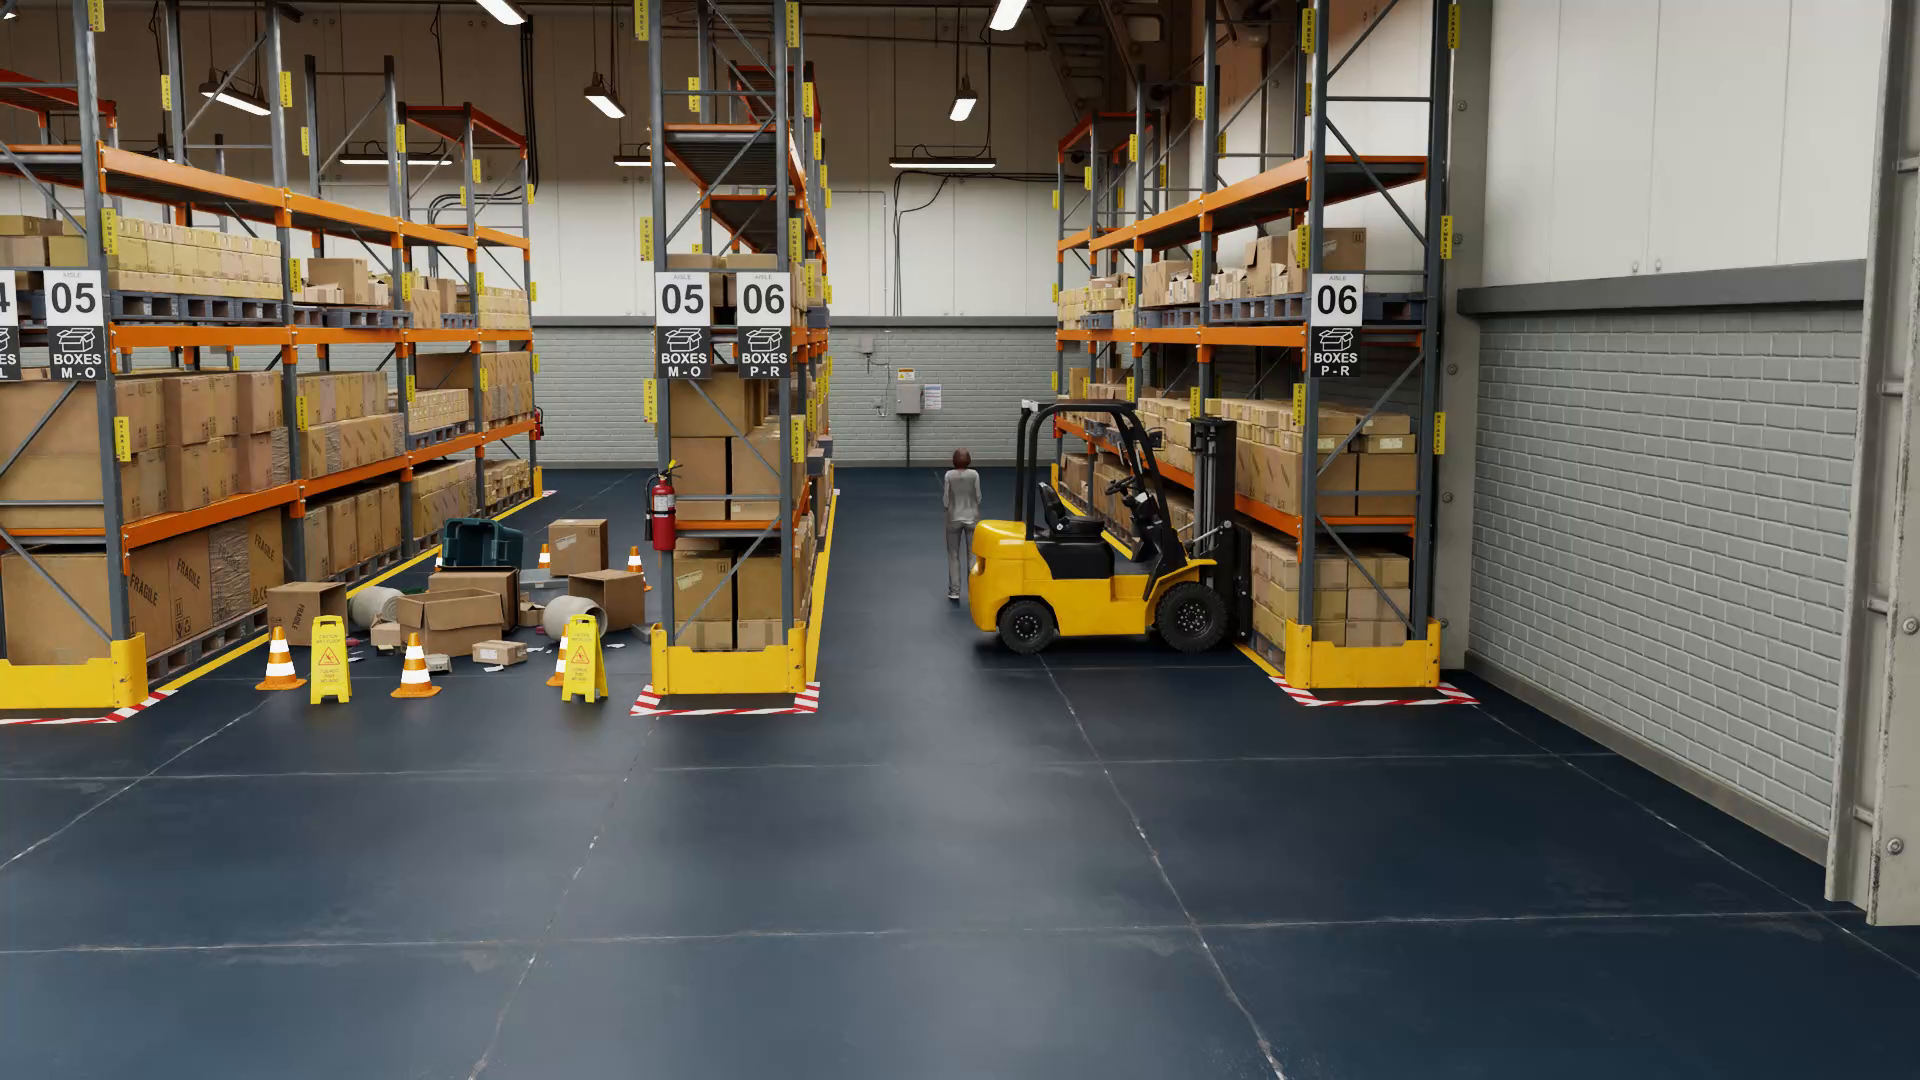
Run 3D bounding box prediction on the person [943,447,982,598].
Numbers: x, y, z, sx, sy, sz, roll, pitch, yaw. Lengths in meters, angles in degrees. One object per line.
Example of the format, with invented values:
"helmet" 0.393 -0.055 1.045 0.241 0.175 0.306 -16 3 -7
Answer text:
"person" 0.022 -0.184 17.310 0.405 1.589 0.498 0 7 -3
